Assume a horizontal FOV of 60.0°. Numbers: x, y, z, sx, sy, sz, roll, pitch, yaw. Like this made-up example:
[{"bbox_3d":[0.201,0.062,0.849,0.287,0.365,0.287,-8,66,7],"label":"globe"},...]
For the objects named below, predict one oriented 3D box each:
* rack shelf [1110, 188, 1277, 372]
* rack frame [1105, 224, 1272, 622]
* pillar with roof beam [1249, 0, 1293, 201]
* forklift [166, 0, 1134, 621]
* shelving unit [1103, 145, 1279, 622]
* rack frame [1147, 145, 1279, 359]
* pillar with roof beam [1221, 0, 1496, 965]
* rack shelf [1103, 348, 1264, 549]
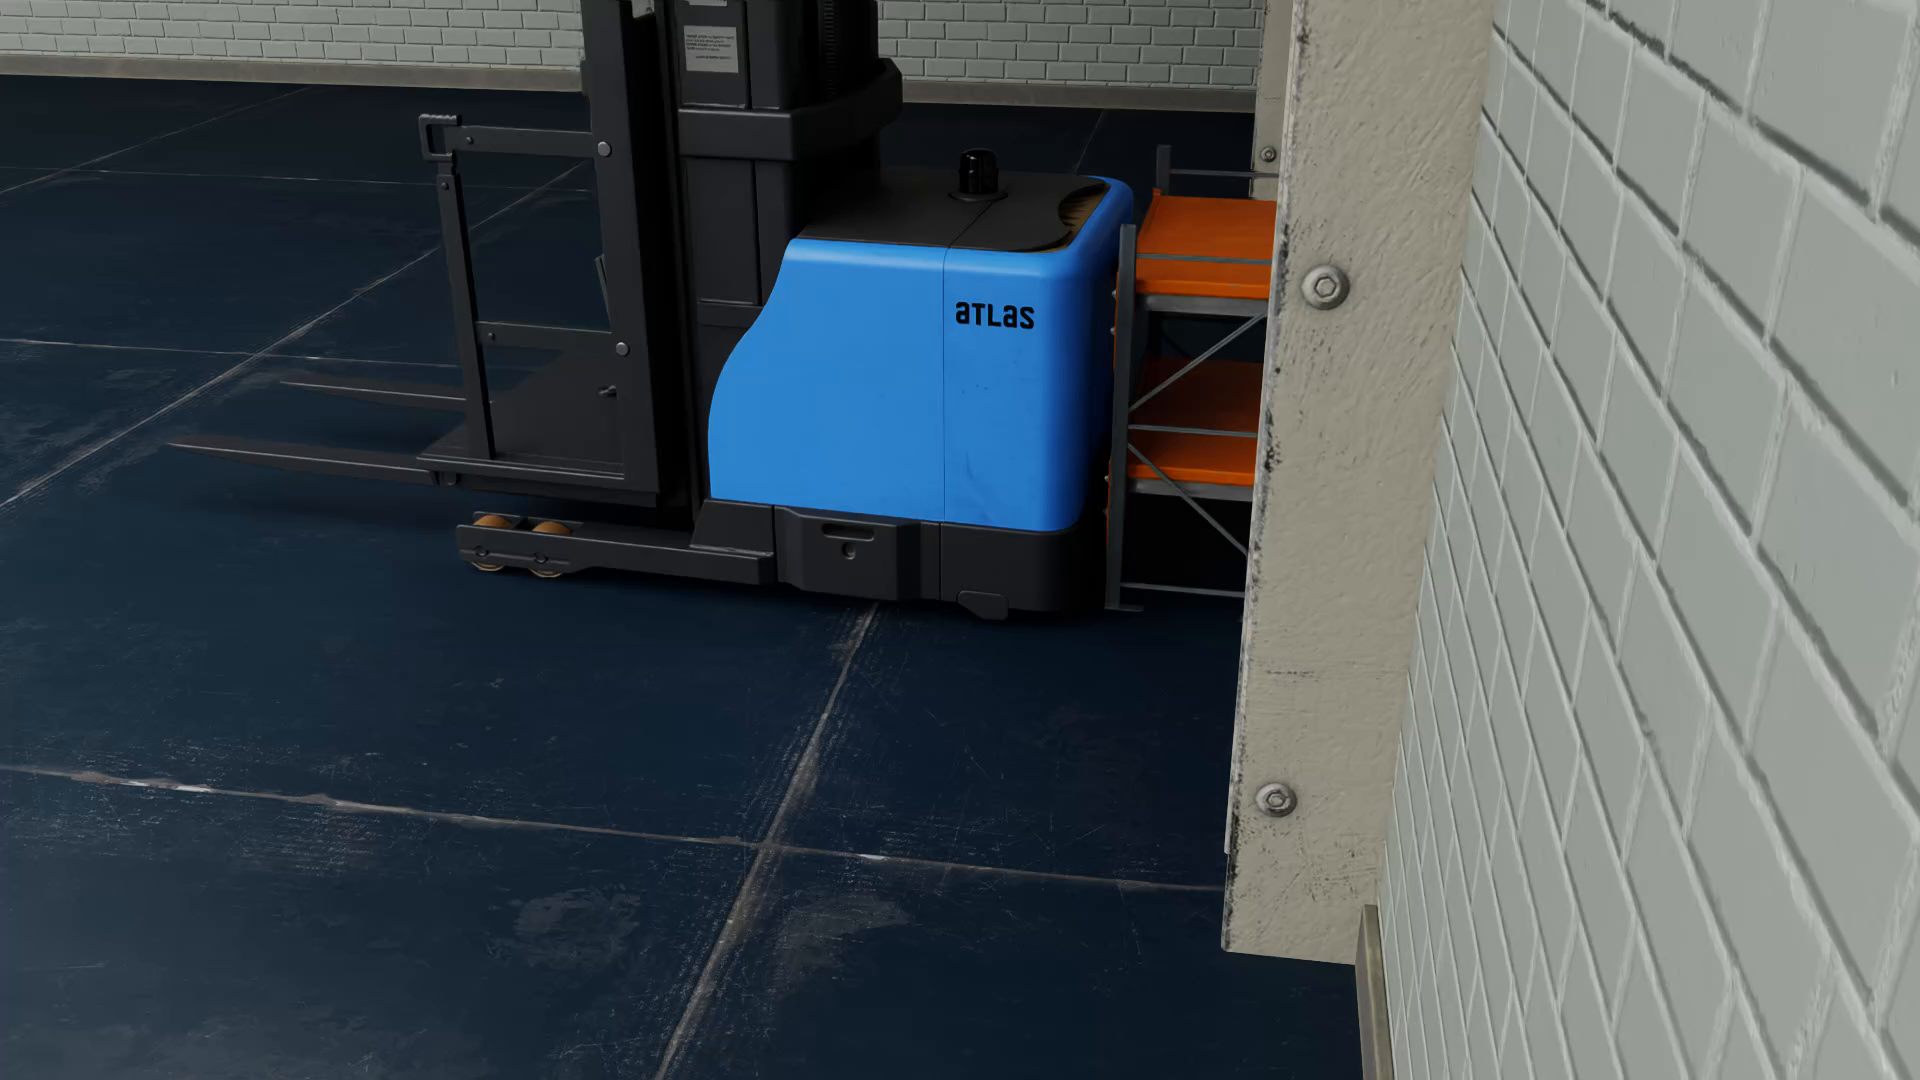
[{"bbox_3d":[0.769,-0.770,4.879,0.538,0.278,1.000,5,26,10],"label":"rack shelf"},{"bbox_3d":[0.667,-0.294,4.552,0.500,1.125,0.032,5,26,10],"label":"rack frame"},{"bbox_3d":[-2.542,-6.107,7.682,9.100,9.000,0.400,4,25,9],"label":"pillar with roof beam"},{"bbox_3d":[-1.030,-1.422,4.830,3.031,2.935,1.130,6,26,13],"label":"forklift"},{"bbox_3d":[0.769,-0.505,5.003,0.538,1.125,1.048,5,26,10],"label":"shelving unit"},{"bbox_3d":[0.871,-0.717,5.454,0.500,1.125,0.032,5,26,10],"label":"rack frame"},{"bbox_3d":[-3.522,-3.598,2.321,9.100,9.000,0.400,4,25,9],"label":"pillar with roof beam"},{"bbox_3d":[0.769,-0.284,5.107,0.538,0.278,1.000,5,26,10],"label":"rack shelf"}]
